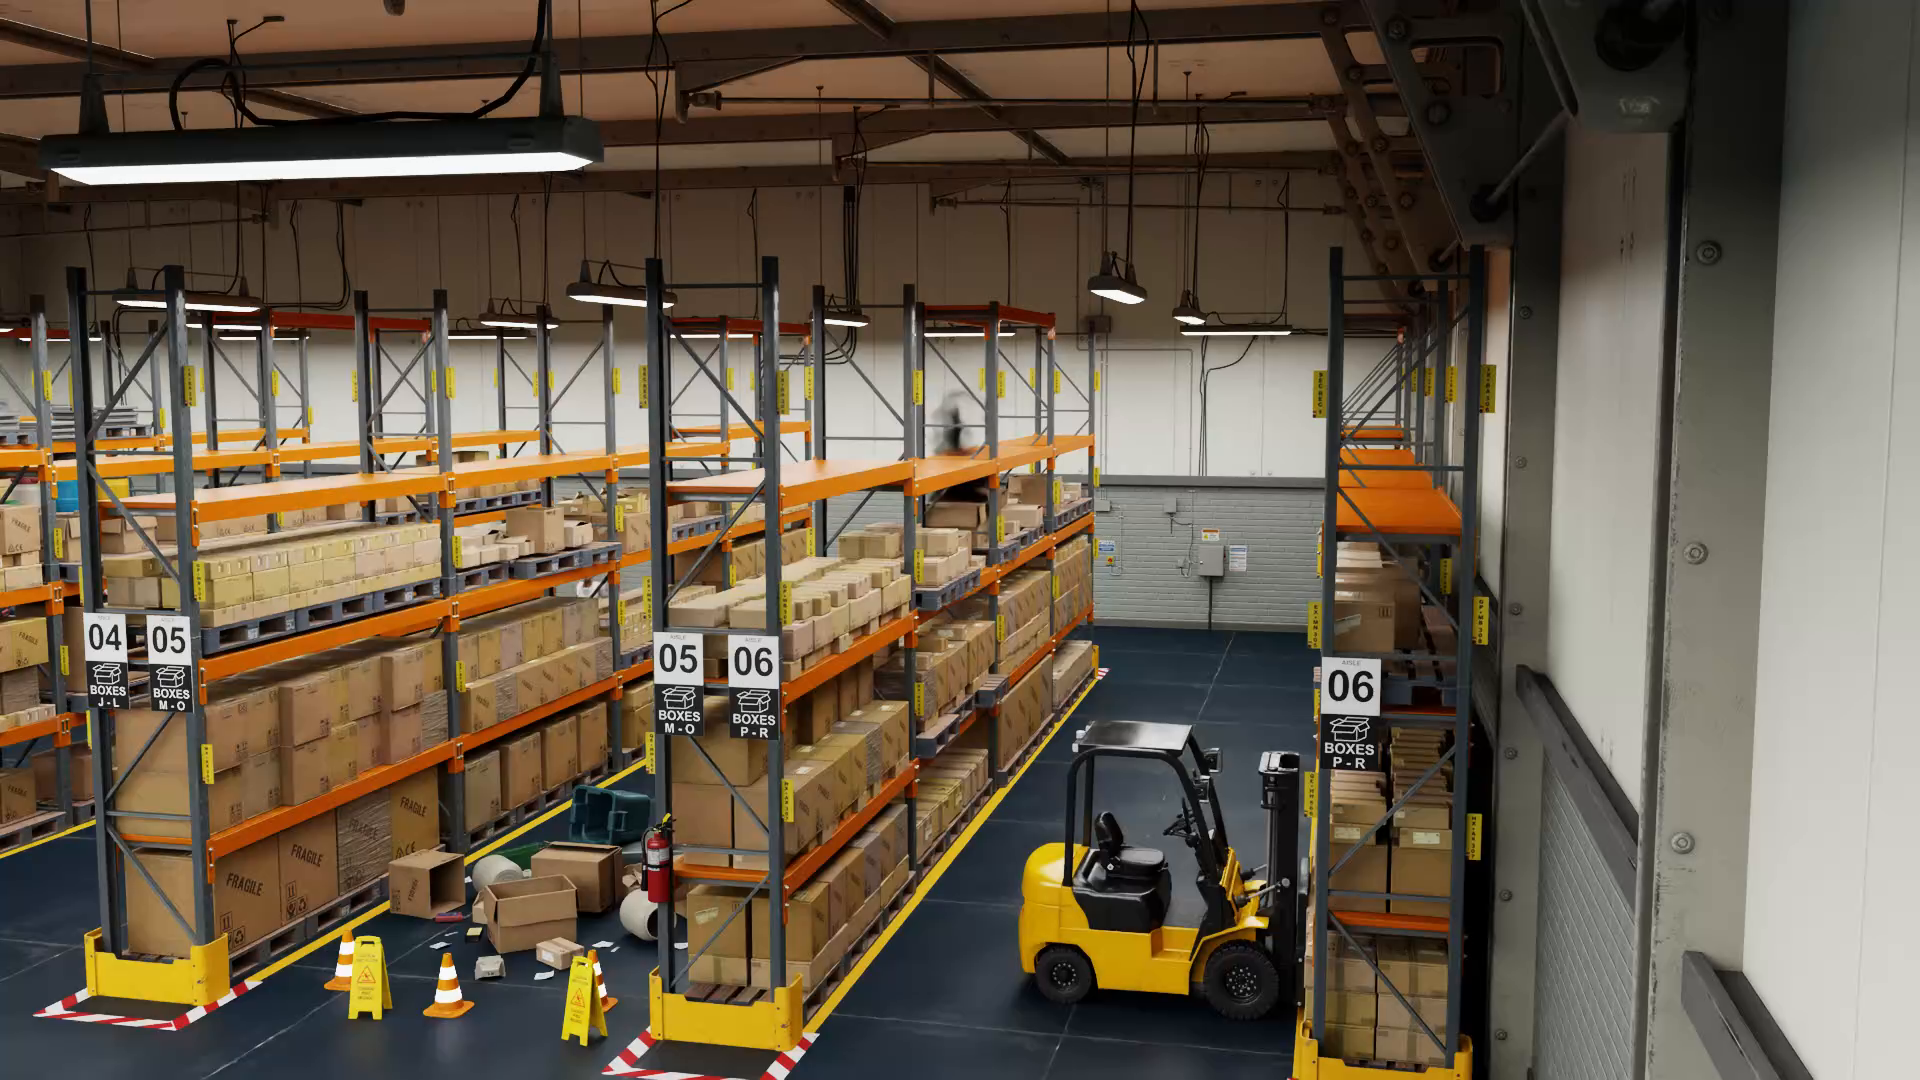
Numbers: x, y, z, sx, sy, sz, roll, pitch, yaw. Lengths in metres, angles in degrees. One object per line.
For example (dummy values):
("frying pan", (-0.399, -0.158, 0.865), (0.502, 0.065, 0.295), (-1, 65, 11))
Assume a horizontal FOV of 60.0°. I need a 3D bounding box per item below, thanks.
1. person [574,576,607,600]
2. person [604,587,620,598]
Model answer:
("person", (-6.440, 1.371, 28.970), (0.677, 1.821, 0.728), (0, 6, 4))
("person", (-5.554, 1.582, 26.821), (0.699, 1.734, 0.684), (2, 6, 22))
